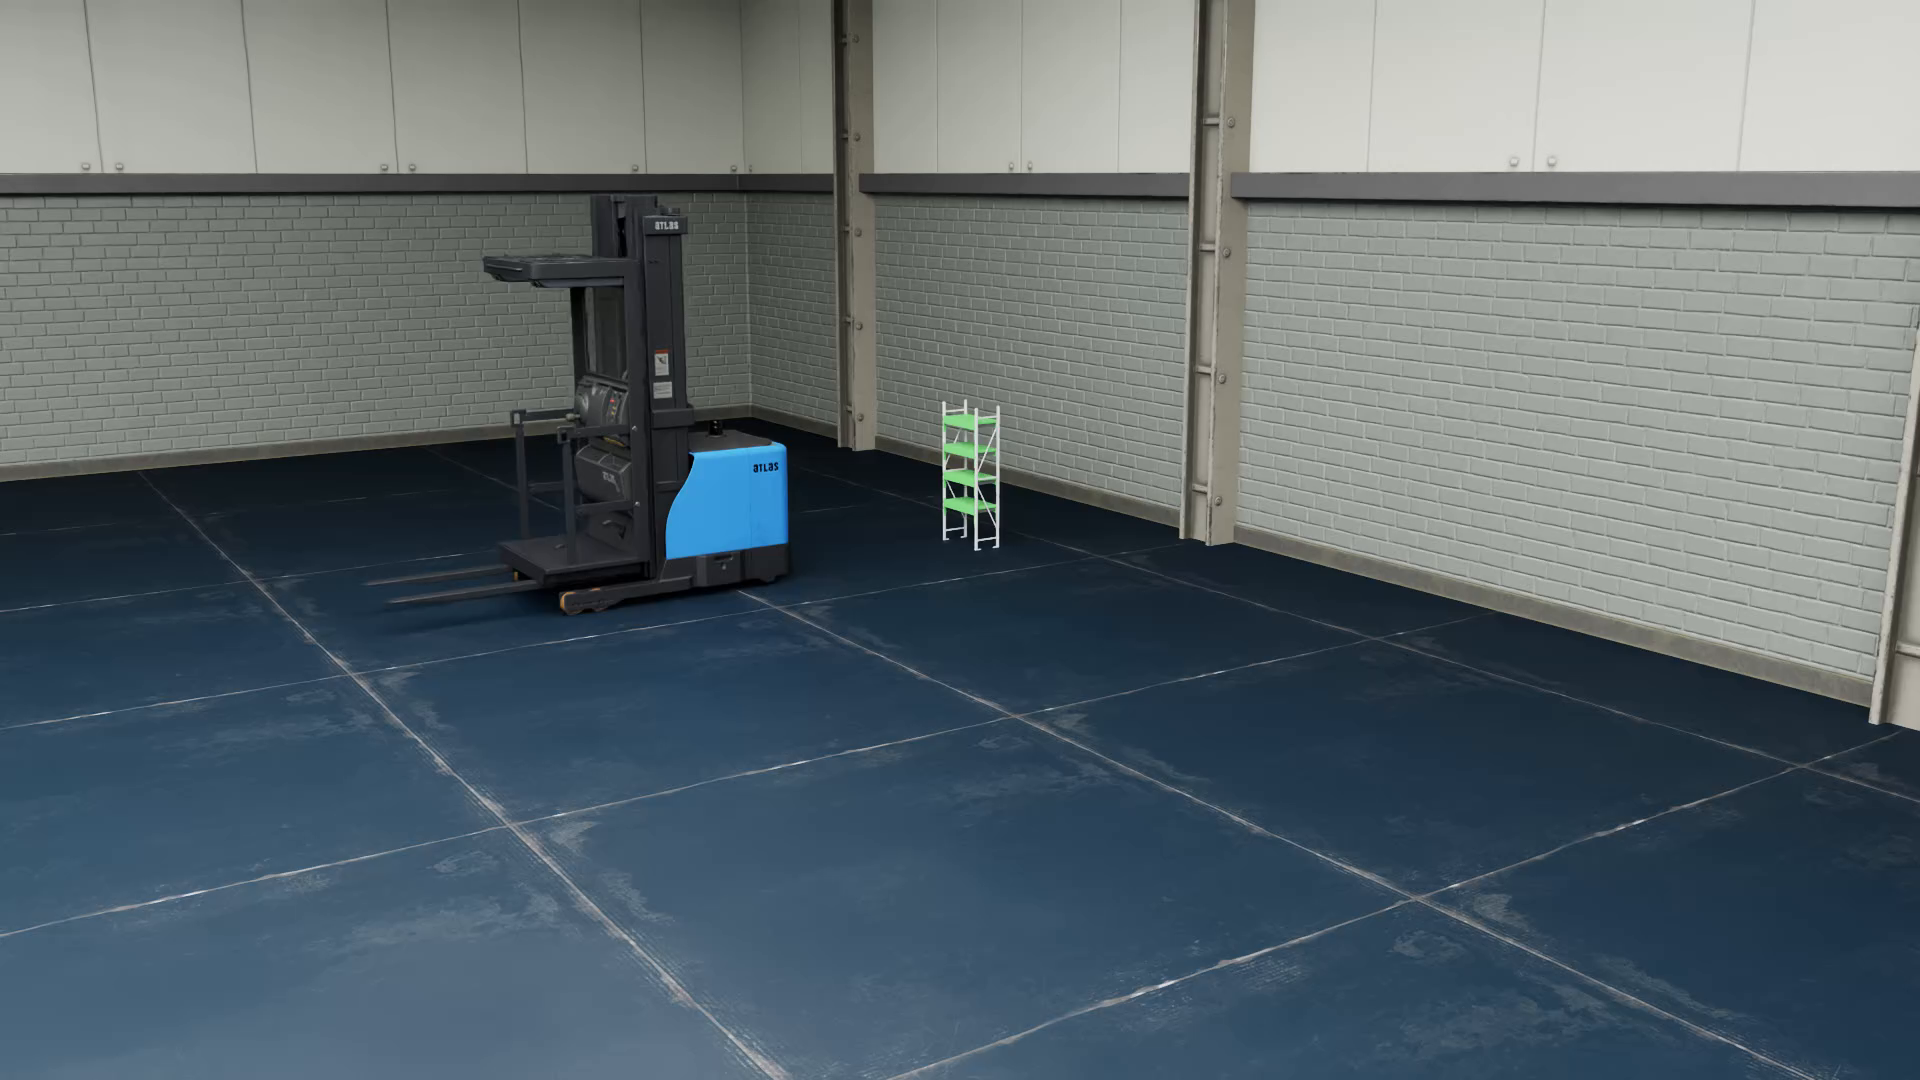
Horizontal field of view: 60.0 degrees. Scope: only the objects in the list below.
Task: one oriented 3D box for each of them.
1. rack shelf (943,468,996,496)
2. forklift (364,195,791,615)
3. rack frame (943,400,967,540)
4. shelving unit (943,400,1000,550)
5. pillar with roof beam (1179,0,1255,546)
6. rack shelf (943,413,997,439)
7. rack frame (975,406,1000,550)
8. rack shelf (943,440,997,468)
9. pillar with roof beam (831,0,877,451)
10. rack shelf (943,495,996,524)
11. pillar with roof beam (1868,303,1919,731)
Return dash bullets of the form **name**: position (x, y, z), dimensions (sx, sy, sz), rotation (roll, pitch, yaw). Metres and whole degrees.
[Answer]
- **rack shelf**: position (0.092, -0.494, 14.113), dimensions (0.258, 0.148, 0.480), rotation (-8, 15, -33)
- **forklift**: position (-2.819, -1.024, 12.182), dimensions (3.031, 2.935, 1.130), rotation (-8, 15, -33)
- **rack frame**: position (-0.043, -0.600, 14.297), dimensions (0.240, 1.200, 0.015), rotation (-8, 15, -33)
- **shelving unit**: position (0.092, -0.557, 14.099), dimensions (0.258, 1.200, 0.503), rotation (-8, 15, -33)
- **pillar with roof beam**: position (-1.446, -3.889, 11.080), dimensions (9.100, 9.000, 0.400), rotation (-8, 15, -33)
- **rack shelf**: position (0.092, -0.963, 14.010), dimensions (0.258, 0.148, 0.480), rotation (-8, 15, -33)
- **rack frame**: position (0.227, -0.513, 13.901), dimensions (0.240, 1.200, 0.015), rotation (-8, 15, -33)
- **rack shelf**: position (0.092, -0.729, 14.061), dimensions (0.258, 0.148, 0.480), rotation (-8, 15, -33)
- **pillar with roof beam**: position (-4.770, -4.956, 15.960), dimensions (9.100, 9.000, 0.400), rotation (-8, 15, -33)
- **rack shelf**: position (0.092, -0.260, 14.164), dimensions (0.258, 0.148, 0.480), rotation (-8, 15, -33)
- **pillar with roof beam**: position (1.879, -2.822, 6.200), dimensions (9.100, 9.000, 0.400), rotation (-8, 15, -33)
